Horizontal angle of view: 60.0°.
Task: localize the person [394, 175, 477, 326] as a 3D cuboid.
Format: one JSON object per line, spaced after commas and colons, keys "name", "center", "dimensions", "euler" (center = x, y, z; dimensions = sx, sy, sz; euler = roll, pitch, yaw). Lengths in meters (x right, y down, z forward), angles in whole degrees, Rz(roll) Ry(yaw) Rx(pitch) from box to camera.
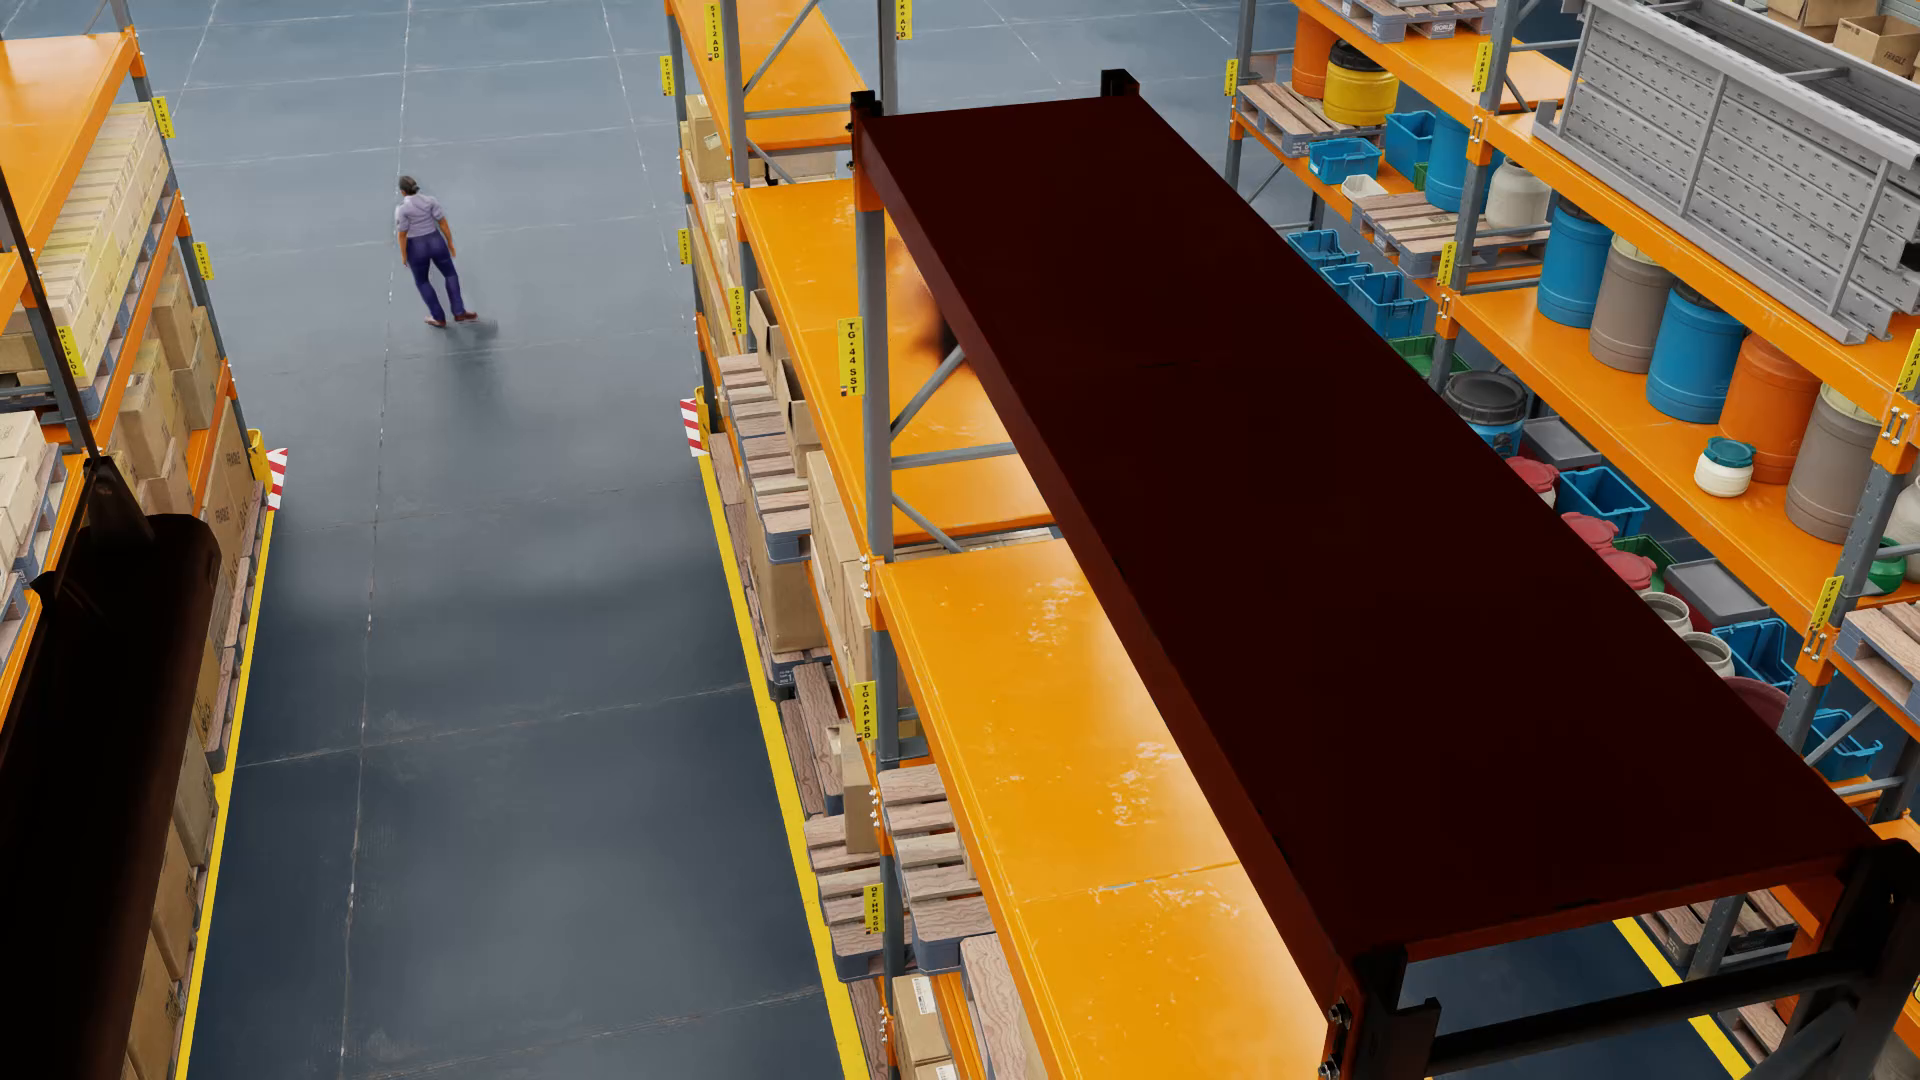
{"name": "person", "center": [-5.385, -2.952, 16.965], "dimensions": [0.612, 1.632, 0.474], "euler": [-23, 40, -29]}
